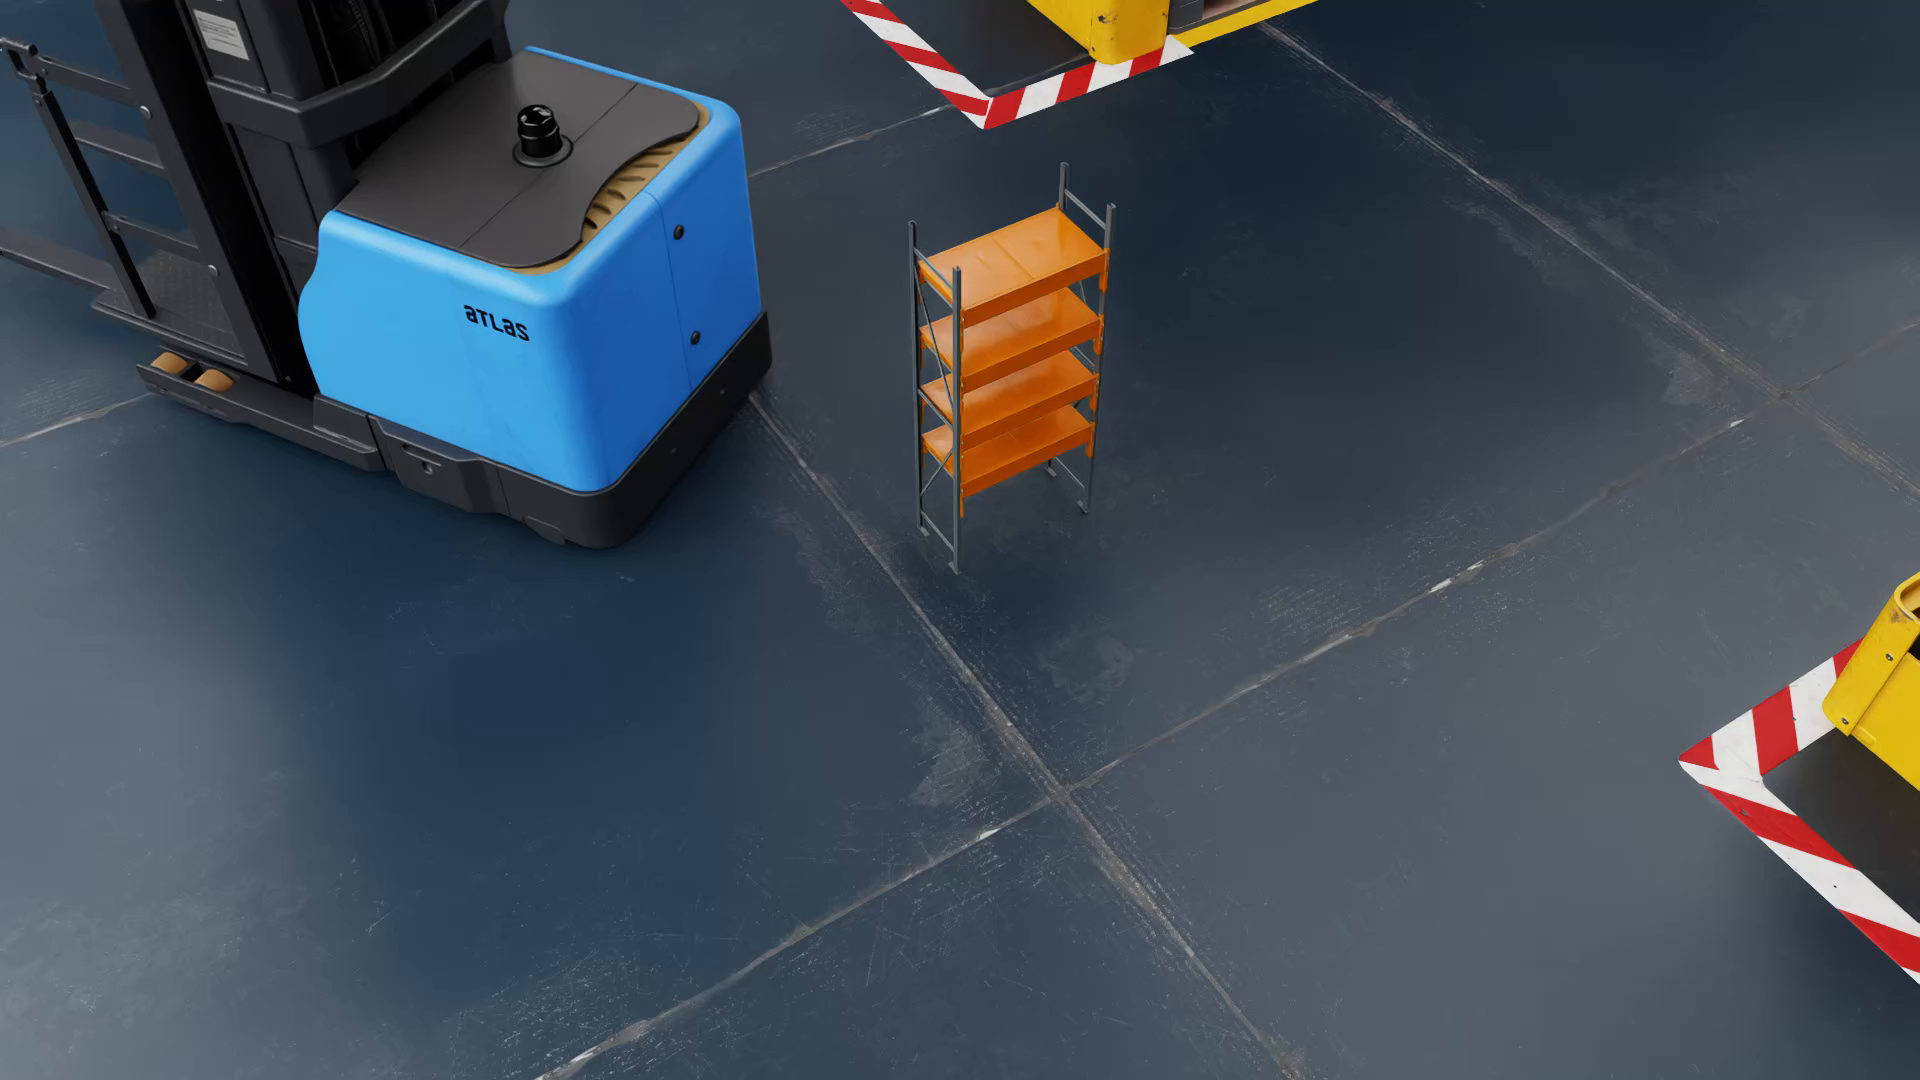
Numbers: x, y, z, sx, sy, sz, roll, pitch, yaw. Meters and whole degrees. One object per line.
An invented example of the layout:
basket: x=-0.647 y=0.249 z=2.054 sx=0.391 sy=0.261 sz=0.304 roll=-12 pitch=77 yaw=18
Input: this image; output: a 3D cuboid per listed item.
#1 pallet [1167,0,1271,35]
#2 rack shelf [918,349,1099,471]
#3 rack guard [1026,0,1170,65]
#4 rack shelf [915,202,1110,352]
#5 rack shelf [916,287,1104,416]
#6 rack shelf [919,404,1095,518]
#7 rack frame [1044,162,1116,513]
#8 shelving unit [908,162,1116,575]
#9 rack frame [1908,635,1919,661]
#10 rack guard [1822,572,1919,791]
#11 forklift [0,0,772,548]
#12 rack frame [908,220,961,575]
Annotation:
pallet: x=1.158 y=-2.802 z=7.604 sx=1.213 sy=0.211 sz=1.003 roll=-25 pitch=53 yaw=-21
rack shelf: x=0.140 y=-0.420 z=4.911 sx=0.480 sy=0.148 sz=0.258 roll=-25 pitch=53 yaw=-21
rack guard: x=0.452 y=-2.597 z=7.228 sx=0.348 sy=0.500 sz=1.175 roll=-25 pitch=53 yaw=-21
rack shelf: x=0.140 y=-0.726 z=4.567 sx=0.480 sy=0.148 sz=0.258 roll=-25 pitch=53 yaw=-21
rack shelf: x=0.140 y=-0.569 z=4.744 sx=0.480 sy=0.148 sz=0.258 roll=-25 pitch=53 yaw=-21
rack shelf: x=0.140 y=-0.288 z=5.059 sx=0.480 sy=0.148 sz=0.258 roll=-25 pitch=53 yaw=-21
rack frame: x=0.346 y=-0.562 z=4.947 sx=0.015 sy=1.200 sz=0.240 roll=-25 pitch=53 yaw=-21
shelving unit: x=0.140 y=-0.465 z=4.861 sx=0.503 sy=1.200 sz=0.258 roll=-25 pitch=53 yaw=-21
rack frame: x=2.948 y=-0.225 z=3.442 sx=0.127 sy=3.000 sz=1.000 roll=-25 pitch=53 yaw=-21
rack guard: x=2.928 y=0.616 z=4.367 sx=0.348 sy=0.500 sz=1.175 roll=-25 pitch=53 yaw=-21
forklift: x=-2.199 y=-1.718 z=4.818 sx=3.031 sy=2.935 sz=1.130 roll=20 pitch=51 yaw=17
rack frame: x=-0.066 y=-0.368 z=4.774 sx=0.015 sy=1.200 sz=0.240 roll=-25 pitch=53 yaw=-21
